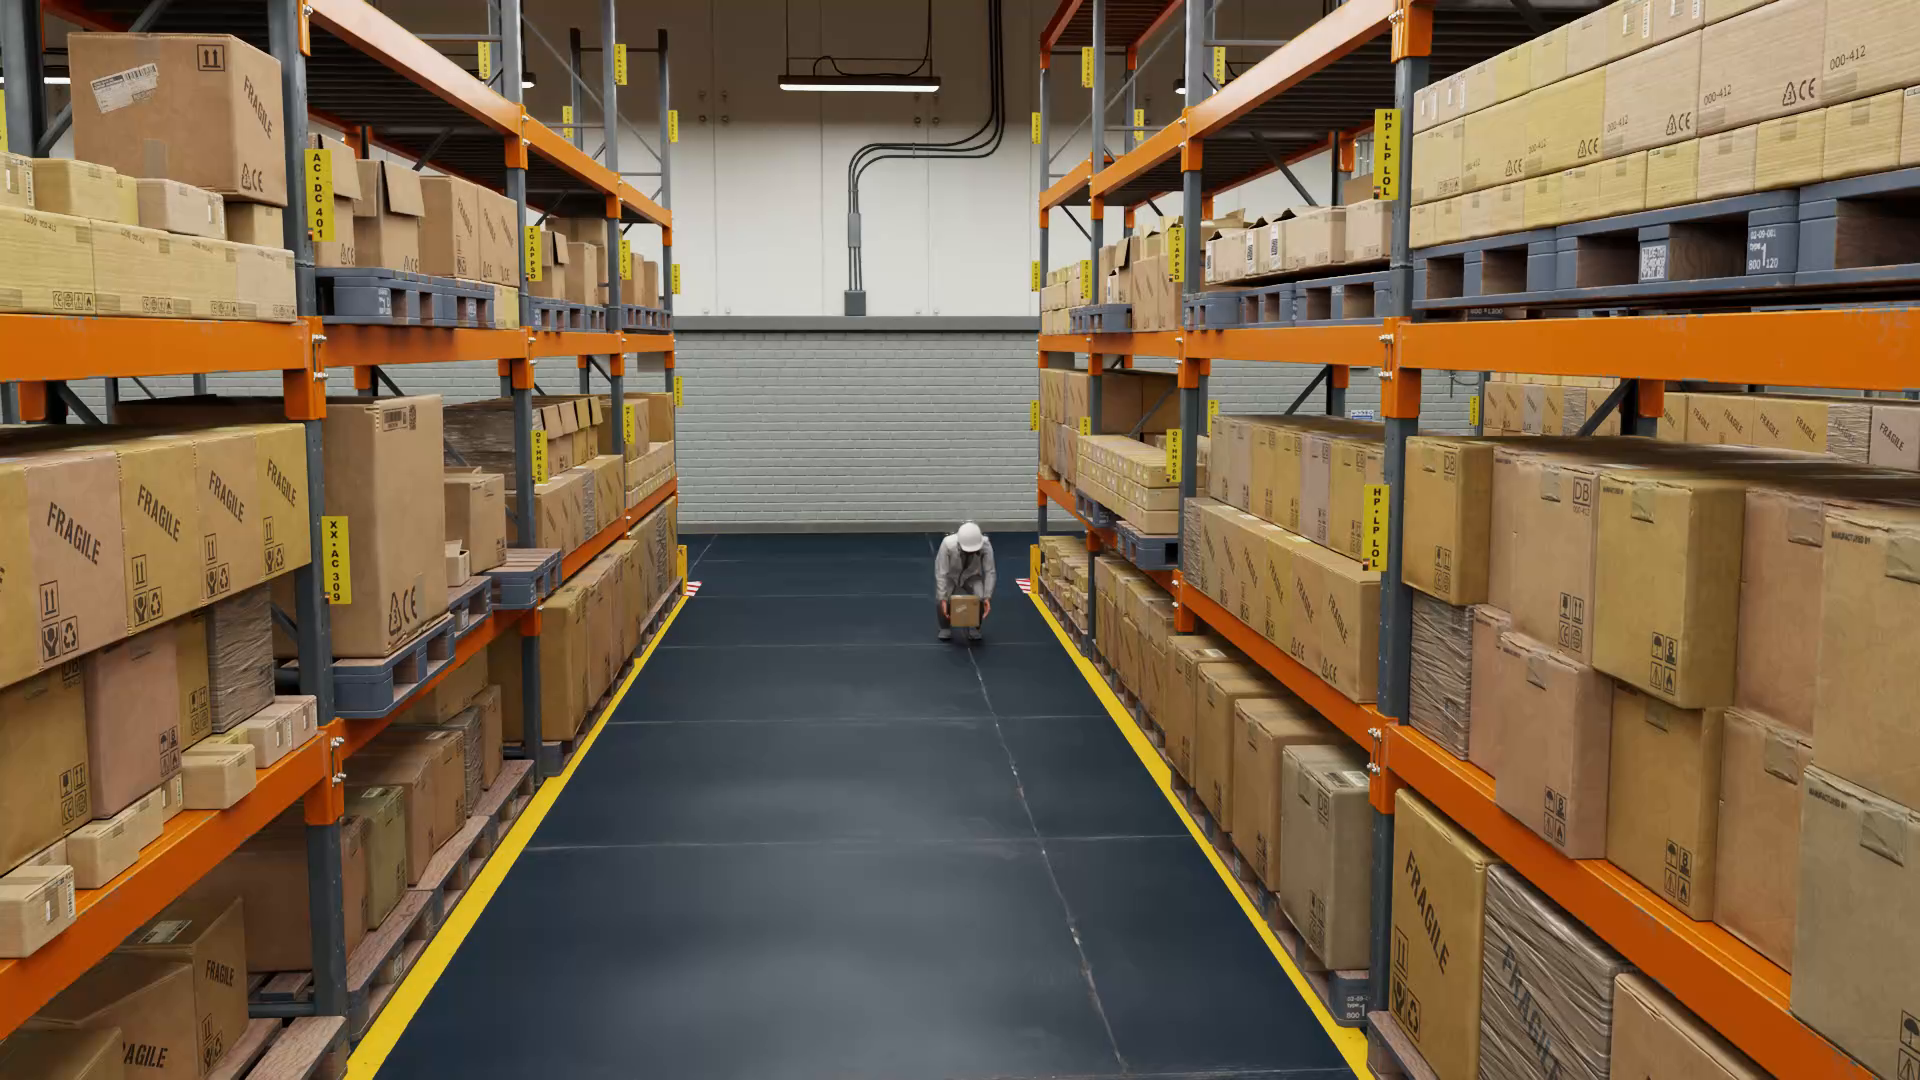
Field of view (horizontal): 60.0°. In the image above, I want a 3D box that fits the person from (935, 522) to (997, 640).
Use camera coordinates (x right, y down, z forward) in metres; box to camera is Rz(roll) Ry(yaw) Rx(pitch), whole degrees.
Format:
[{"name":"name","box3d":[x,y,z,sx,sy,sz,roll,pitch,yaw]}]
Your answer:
[{"name":"person","box3d":[0.046,0.365,15.332,0.557,1.122,0.864,0,7,-4]}]
